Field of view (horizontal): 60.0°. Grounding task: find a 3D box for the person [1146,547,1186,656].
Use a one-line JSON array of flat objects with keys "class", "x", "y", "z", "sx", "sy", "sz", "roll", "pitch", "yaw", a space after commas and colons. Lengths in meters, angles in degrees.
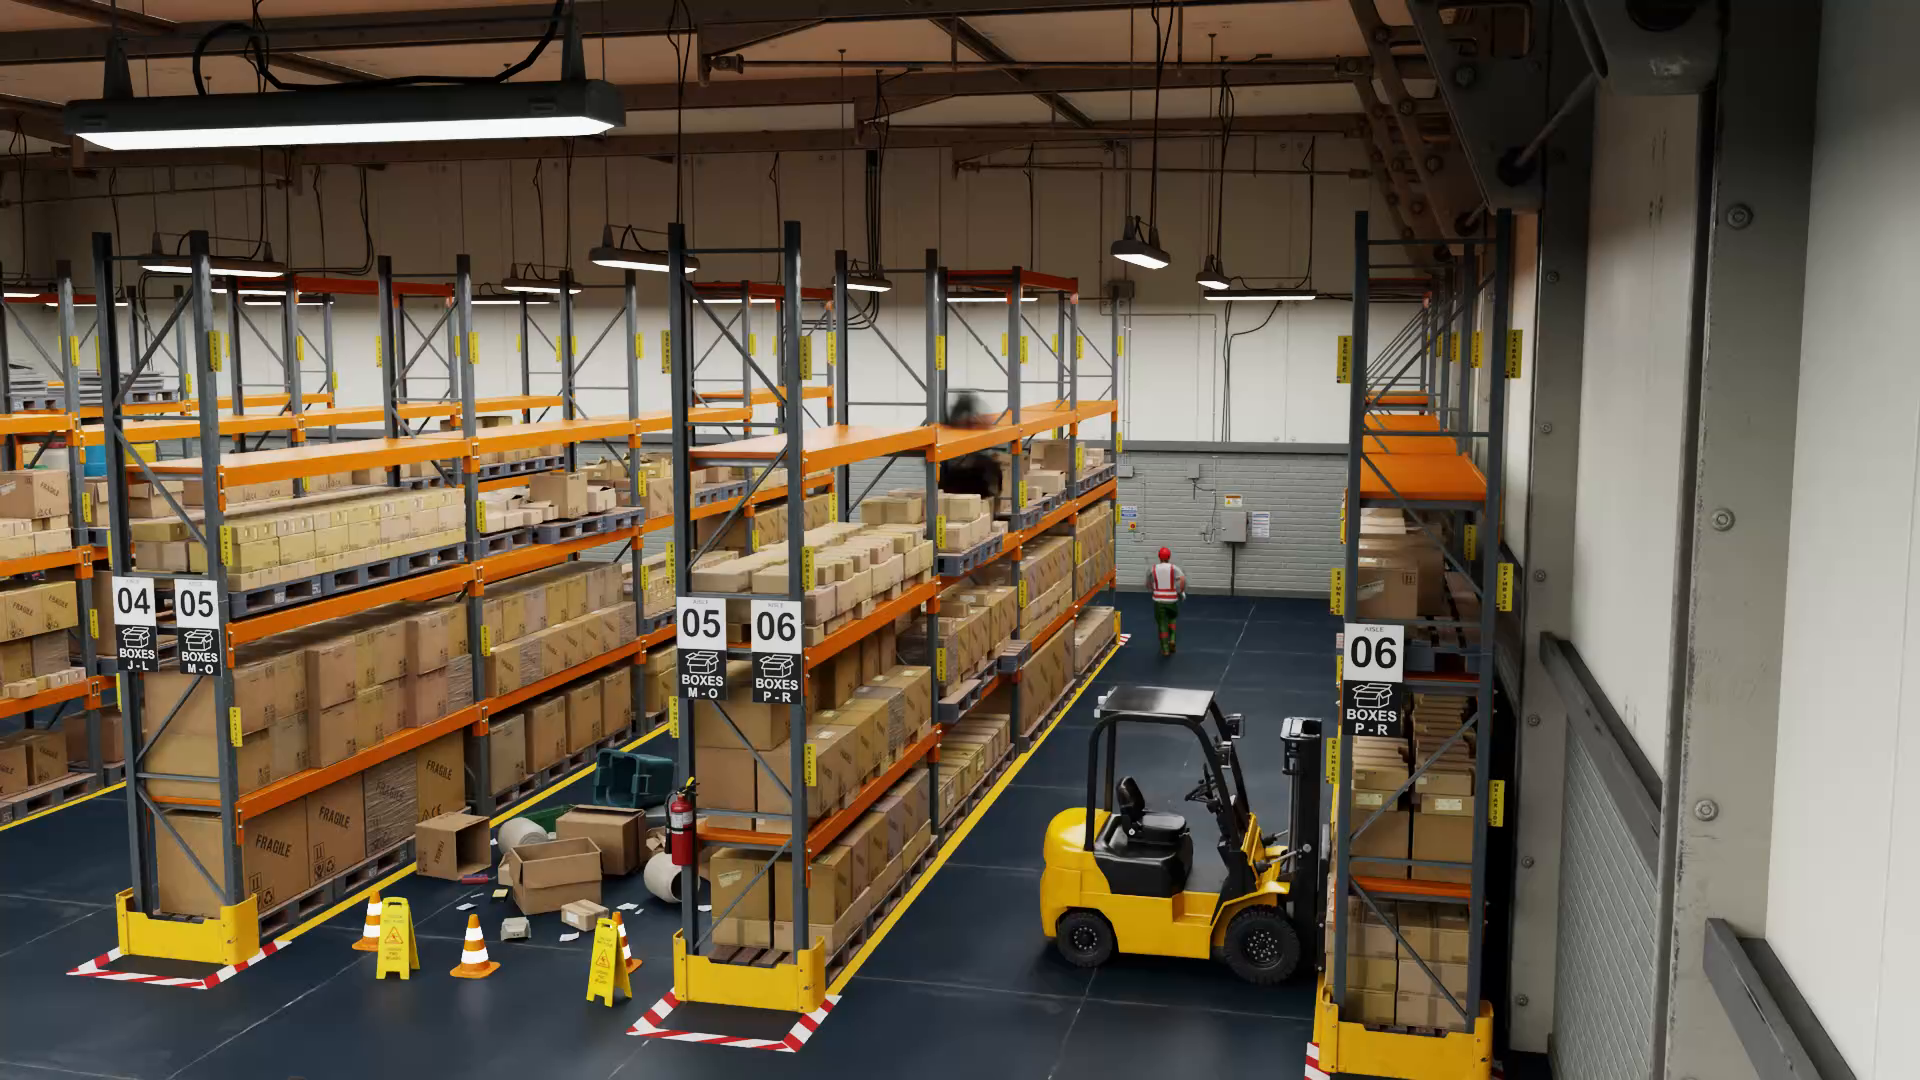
[{"class": "person", "x": 3.339, "y": 0.991, "z": 27.058, "sx": 0.644, "sy": 1.770, "sz": 0.664, "roll": 1, "pitch": 7, "yaw": 5}]
